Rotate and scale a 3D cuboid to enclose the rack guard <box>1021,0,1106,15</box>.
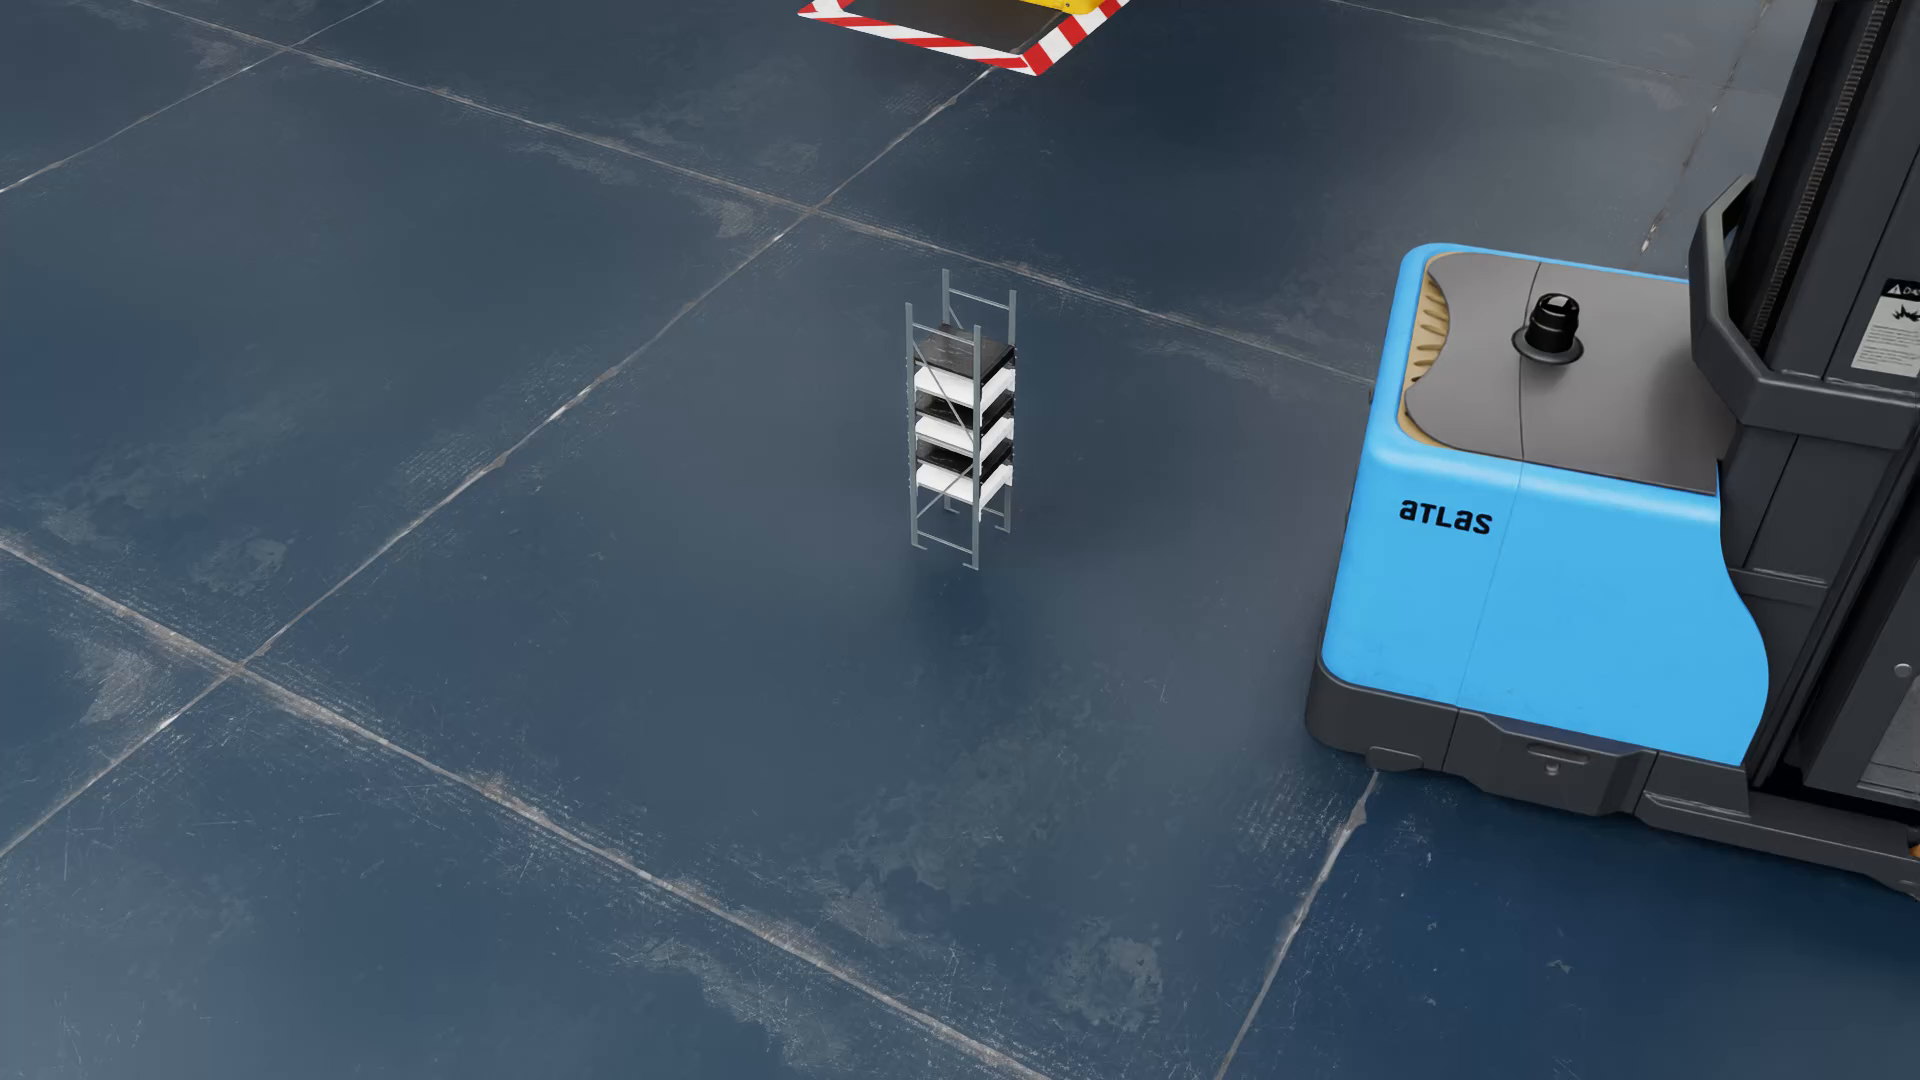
[{"bbox_3d":[0.193,-3.048,8.333,1.175,0.500,0.348,21,45,22],"label":"rack guard"}]

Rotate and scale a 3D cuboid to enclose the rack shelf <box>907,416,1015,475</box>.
[{"bbox_3d":[0.004,-0.317,4.980,0.258,0.077,0.200,21,45,22],"label":"rack shelf"}]

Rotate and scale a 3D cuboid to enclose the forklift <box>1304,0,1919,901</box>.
[{"bbox_3d":[2.524,-0.536,3.641,3.031,2.935,1.130,12,43,13],"label":"forklift"}]

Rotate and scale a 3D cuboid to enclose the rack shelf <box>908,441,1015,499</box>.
[{"bbox_3d":[0.004,-0.250,5.039,0.258,0.077,0.200,21,45,22],"label":"rack shelf"}]

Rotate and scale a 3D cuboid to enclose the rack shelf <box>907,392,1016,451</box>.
[{"bbox_3d":[0.004,-0.385,4.920,0.258,0.077,0.200,21,45,22],"label":"rack shelf"}]

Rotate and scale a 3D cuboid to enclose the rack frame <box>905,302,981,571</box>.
[{"bbox_3d":[-0.047,-0.284,4.892,0.240,0.900,0.006,21,45,22],"label":"rack frame"}]

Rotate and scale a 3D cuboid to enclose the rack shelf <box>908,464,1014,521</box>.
[{"bbox_3d":[0.004,-0.182,5.099,0.258,0.077,0.200,21,45,22],"label":"rack shelf"}]

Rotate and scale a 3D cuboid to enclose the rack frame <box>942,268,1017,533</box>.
[{"bbox_3d":[0.055,-0.401,5.024,0.240,0.900,0.006,21,45,22],"label":"rack frame"}]

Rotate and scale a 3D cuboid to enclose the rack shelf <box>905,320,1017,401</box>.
[{"bbox_3d":[0.004,-0.520,4.801,0.258,0.077,0.200,21,45,22],"label":"rack shelf"}]

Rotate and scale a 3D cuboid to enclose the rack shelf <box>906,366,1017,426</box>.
[{"bbox_3d":[0.004,-0.452,4.861,0.258,0.077,0.200,21,45,22],"label":"rack shelf"}]

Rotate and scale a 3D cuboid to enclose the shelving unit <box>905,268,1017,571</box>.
[{"bbox_3d":[0.004,-0.342,4.958,0.258,0.900,0.210,21,45,22],"label":"shelving unit"}]
